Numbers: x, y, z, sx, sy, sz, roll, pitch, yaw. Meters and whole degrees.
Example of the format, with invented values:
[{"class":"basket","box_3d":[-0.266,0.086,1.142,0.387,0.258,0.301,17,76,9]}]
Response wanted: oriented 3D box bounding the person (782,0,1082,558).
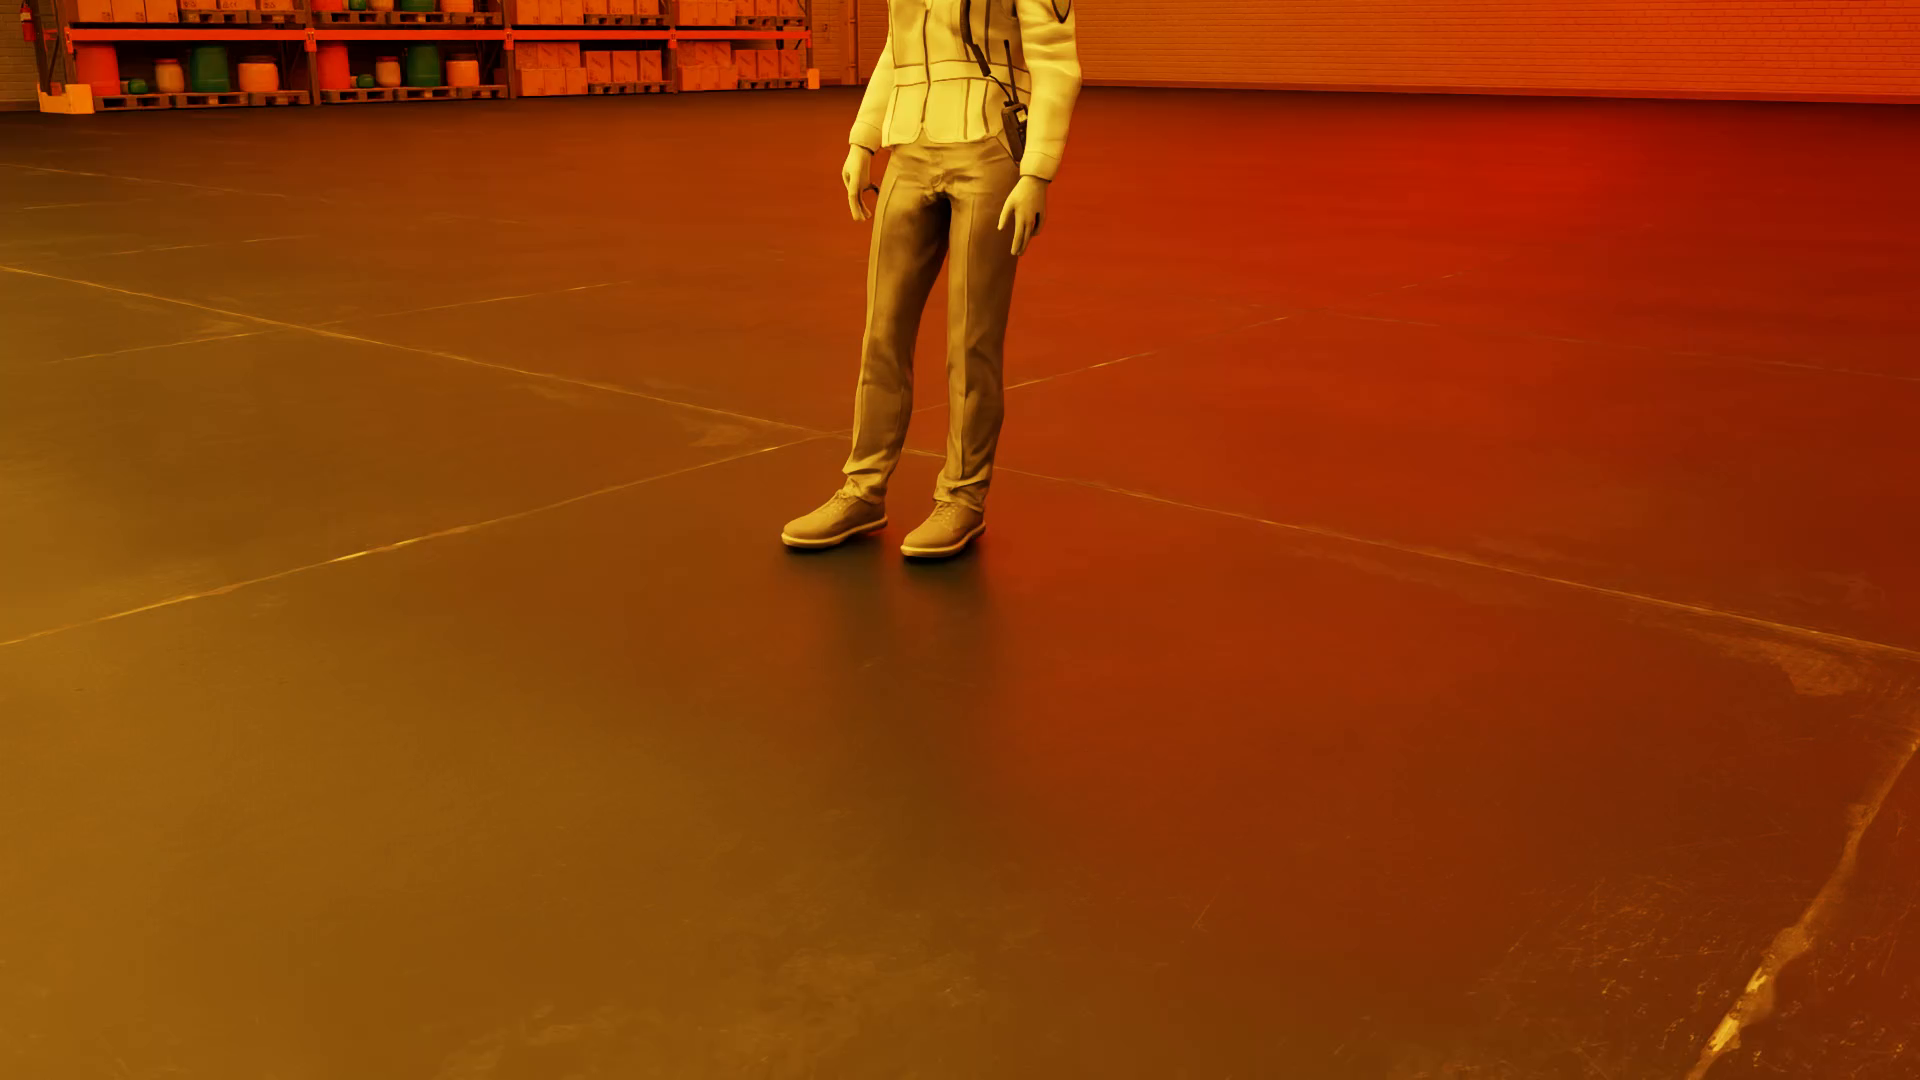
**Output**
[{"class":"person","box_3d":[-0.049,-0.803,3.647,0.586,1.694,0.530,13,21,37]}]
